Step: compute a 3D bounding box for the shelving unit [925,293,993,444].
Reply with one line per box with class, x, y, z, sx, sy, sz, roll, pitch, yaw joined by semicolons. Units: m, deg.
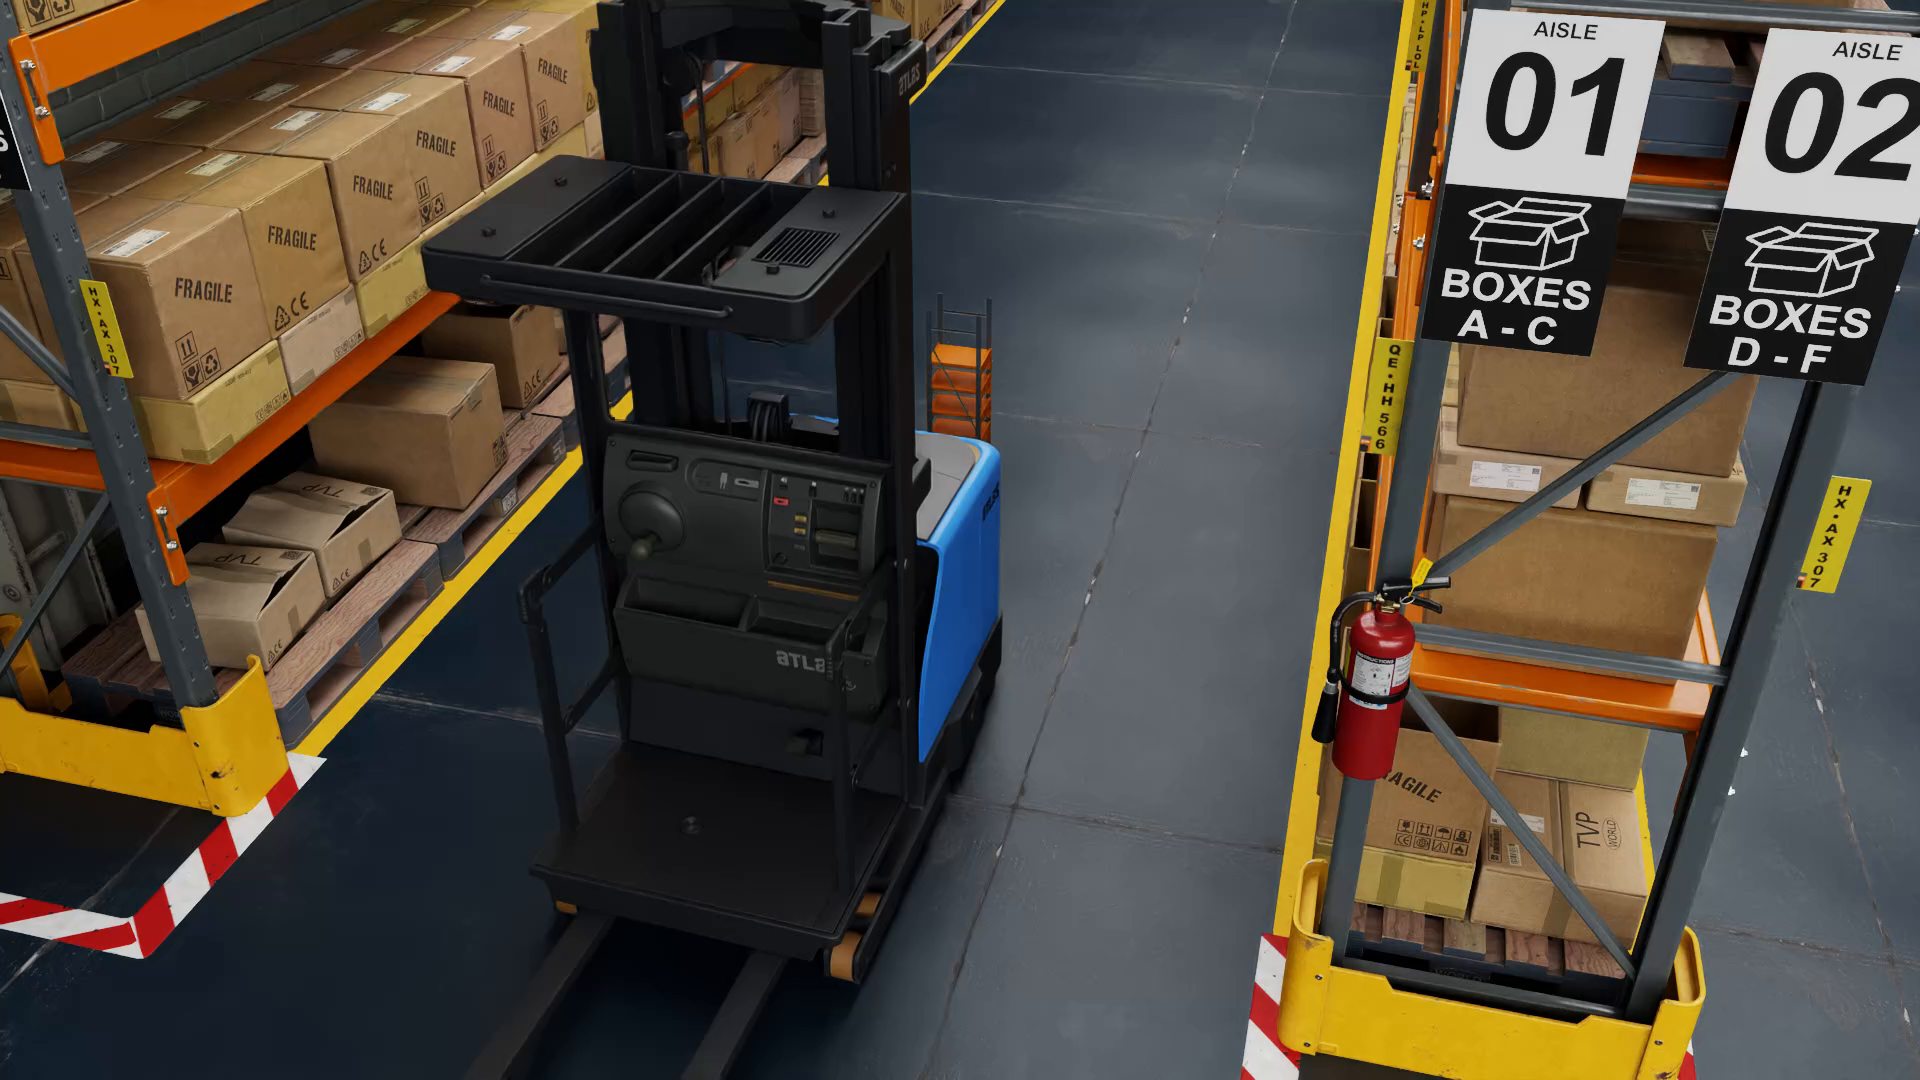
shelving unit;-0.004;-0.499;7.416;0.258;1.200;0.189;8;33;12

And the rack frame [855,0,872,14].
rack frame;-1.155;-4.515;12.057;1.000;3.000;0.127;8;33;12

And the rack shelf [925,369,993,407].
rack shelf;-0.004;-0.664;7.311;0.258;0.103;0.180;8;33;12

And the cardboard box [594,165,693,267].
cardboard box;-2.000;-1.955;9.948;0.700;0.500;0.500;9;34;14

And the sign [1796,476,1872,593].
sign;2.142;-0.011;4.091;0.100;0.325;0.005;8;33;12

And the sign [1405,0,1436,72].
sign;2.095;-2.291;7.552;0.100;0.325;0.005;8;33;12

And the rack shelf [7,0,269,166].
rack shelf;-2.678;-2.364;6.547;1.077;0.370;4.000;8;33;12

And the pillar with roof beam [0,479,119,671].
pillar with roof beam;0.320;-2.790;3.752;9.100;9.000;0.400;8;33;12

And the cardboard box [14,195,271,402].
cardboard box;-2.773;-0.832;5.685;0.500;0.500;0.500;8;33;12

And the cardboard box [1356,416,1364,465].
cardboard box;2.079;-0.326;7.638;0.500;0.250;0.500;8;33;12

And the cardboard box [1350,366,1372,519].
cardboard box;1.948;-0.383;7.030;0.500;0.500;0.500;8;33;12

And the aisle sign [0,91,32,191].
aisle sign;-2.913;-1.383;4.706;0.394;0.787;0.004;8;33;12

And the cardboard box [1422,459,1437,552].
cardboard box;1.867;-0.247;5.250;0.700;0.500;0.500;9;34;14

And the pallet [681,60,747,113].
pallet;-1.836;-2.735;9.436;1.003;0.211;1.213;8;33;12

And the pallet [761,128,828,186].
pallet;-1.355;-2.933;12.167;1.003;0.211;1.213;8;33;12

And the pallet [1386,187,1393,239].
pallet;3.391;-2.244;11.083;1.003;0.211;1.213;8;33;12

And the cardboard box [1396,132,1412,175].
cardboard box;2.964;-2.326;10.262;0.500;0.311;0.500;7;33;11

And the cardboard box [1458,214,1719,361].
cardboard box;1.880;-0.823;4.946;0.700;0.500;0.500;7;33;11

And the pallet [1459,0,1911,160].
pallet;1.812;-1.283;4.259;1.003;0.211;1.213;8;33;12

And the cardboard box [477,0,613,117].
cardboard box;-1.991;-2.414;8.173;0.500;0.500;0.500;8;33;12

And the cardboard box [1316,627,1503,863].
cardboard box;1.455;0.657;5.394;0.500;0.500;0.500;8;33;12

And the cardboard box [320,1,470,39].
cardboard box;-2.626;-2.218;7.865;0.500;0.500;0.500;8;33;12

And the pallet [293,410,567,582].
pallet;-2.614;-0.274;7.985;1.003;0.211;1.213;8;33;12

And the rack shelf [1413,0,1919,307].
rack shelf;2.115;-1.691;5.489;1.077;0.370;4.000;8;33;12

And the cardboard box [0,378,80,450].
cardboard box;-3.254;-0.578;5.984;0.500;0.250;0.500;8;33;13

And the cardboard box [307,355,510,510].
cardboard box;-2.543;-0.511;7.678;0.700;0.500;0.500;6;33;9

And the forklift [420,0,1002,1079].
forklift;-0.755;-0.029;5.064;1.130;2.935;3.031;9;34;15

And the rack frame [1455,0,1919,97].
rack frame;1.607;-2.223;2.859;1.000;3.000;0.127;8;33;12

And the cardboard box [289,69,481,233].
cardboard box;-2.382;-1.624;6.931;0.500;0.500;0.500;9;34;14

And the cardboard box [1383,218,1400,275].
cardboard box;2.574;-1.541;9.026;0.500;0.311;0.500;9;34;14

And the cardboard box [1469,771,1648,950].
cardboard box;1.958;1.044;5.484;0.500;0.250;0.500;8;33;12

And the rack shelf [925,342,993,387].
rack shelf;-0.004;-0.765;7.247;0.258;0.103;0.180;8;33;12

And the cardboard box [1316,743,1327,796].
cardboard box;1.573;0.712;6.005;0.500;0.250;0.500;8;33;12

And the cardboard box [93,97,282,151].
cardboard box;-3.007;-1.428;6.622;0.500;0.500;0.500;7;33;11

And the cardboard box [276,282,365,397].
cardboard box;-2.636;-0.790;6.318;0.500;0.250;0.500;7;33;11

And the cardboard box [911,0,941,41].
cardboard box;-0.613;-4.603;13.806;0.750;0.750;0.750;8;33;12

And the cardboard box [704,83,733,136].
cardboard box;-1.763;-2.770;10.533;0.500;0.250;0.500;7;33;11

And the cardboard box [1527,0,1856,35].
cardboard box;1.757;-1.535;3.954;0.797;0.503;0.637;10;34;16

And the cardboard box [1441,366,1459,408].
cardboard box;1.585;-0.367;4.834;0.380;0.149;0.250;9;34;14

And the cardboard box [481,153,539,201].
cardboard box;-2.244;-1.577;7.556;0.500;0.250;0.500;8;33;12

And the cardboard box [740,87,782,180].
cardboard box;-1.629;-2.752;11.203;0.700;0.500;0.500;8;33;12

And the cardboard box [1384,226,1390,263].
cardboard box;2.837;-1.830;10.004;0.500;0.250;0.500;9;33;13
